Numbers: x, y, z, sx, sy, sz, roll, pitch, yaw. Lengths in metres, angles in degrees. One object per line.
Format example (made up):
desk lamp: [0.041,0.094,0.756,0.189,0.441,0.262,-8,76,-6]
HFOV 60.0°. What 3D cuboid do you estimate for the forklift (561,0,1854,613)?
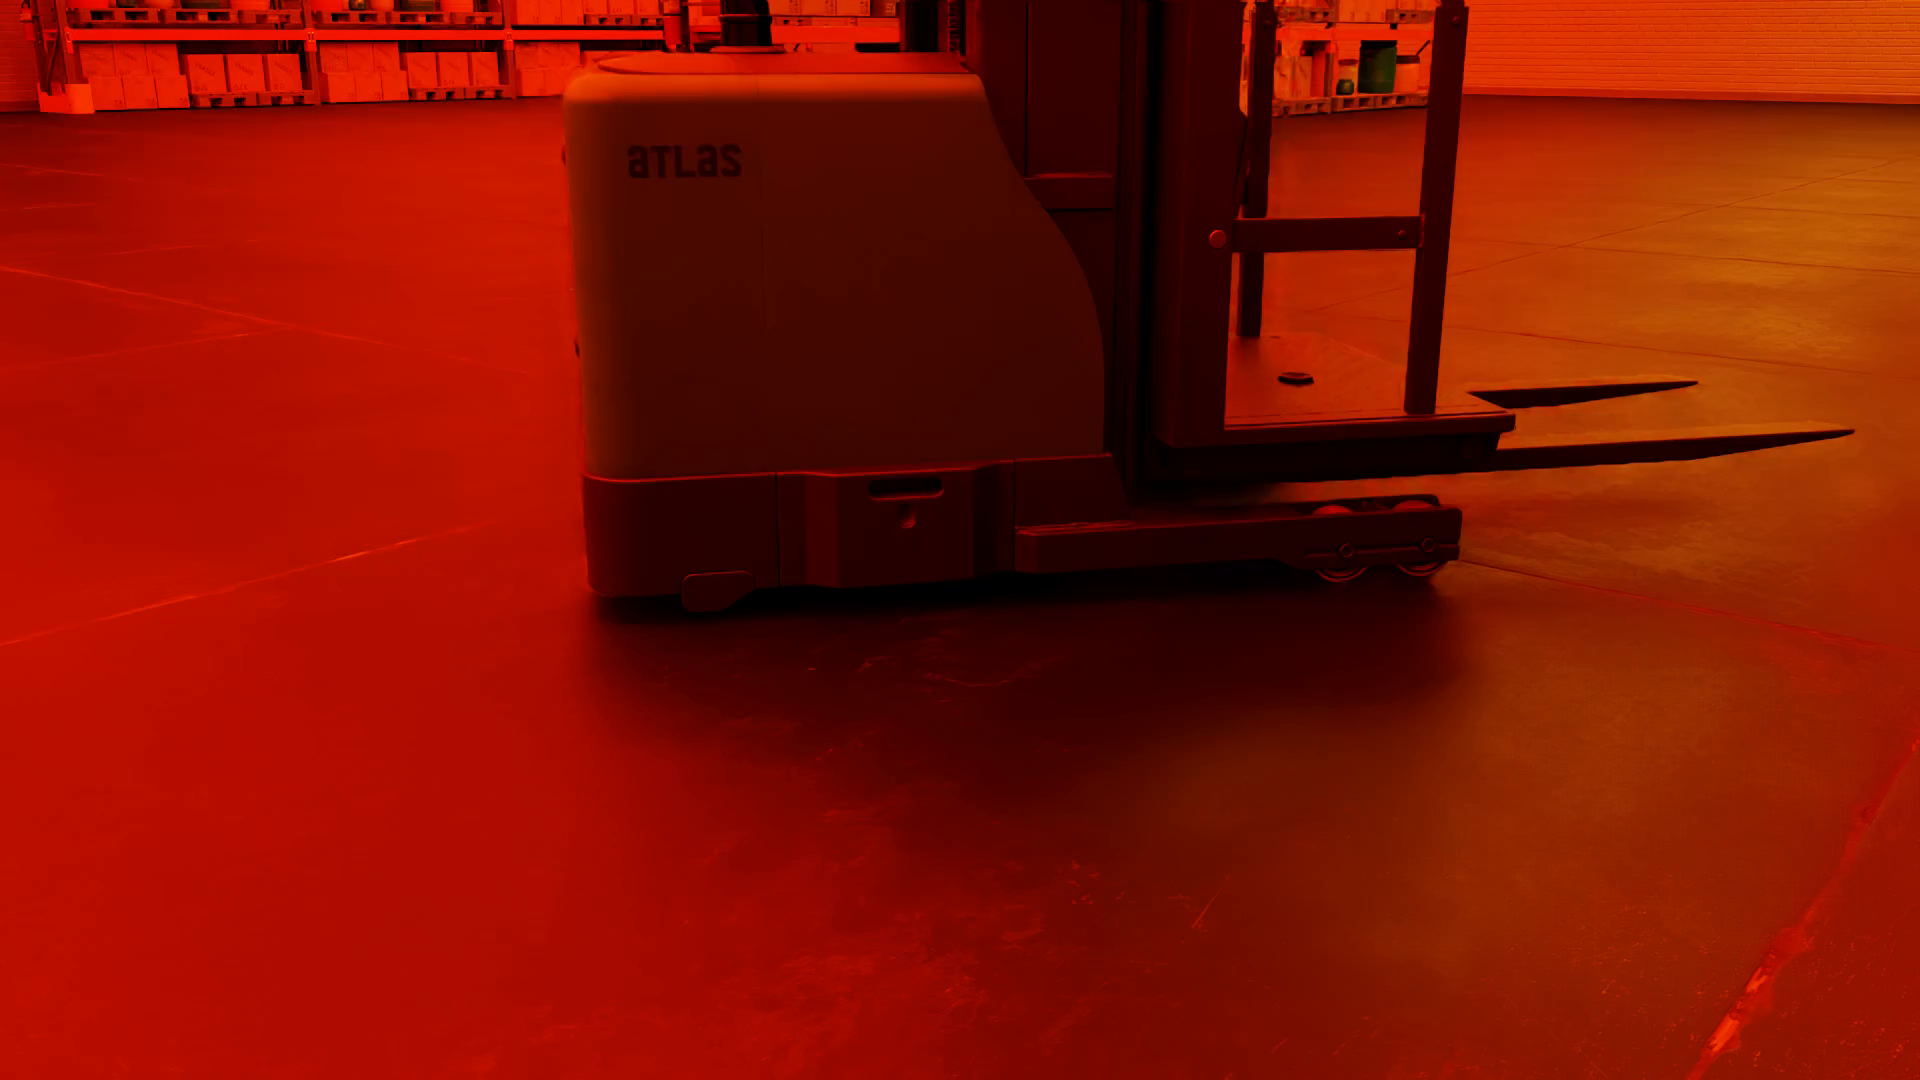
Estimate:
forklift: [0.632,-1.456,3.693,3.031,2.935,1.130,-4,17,-12]
